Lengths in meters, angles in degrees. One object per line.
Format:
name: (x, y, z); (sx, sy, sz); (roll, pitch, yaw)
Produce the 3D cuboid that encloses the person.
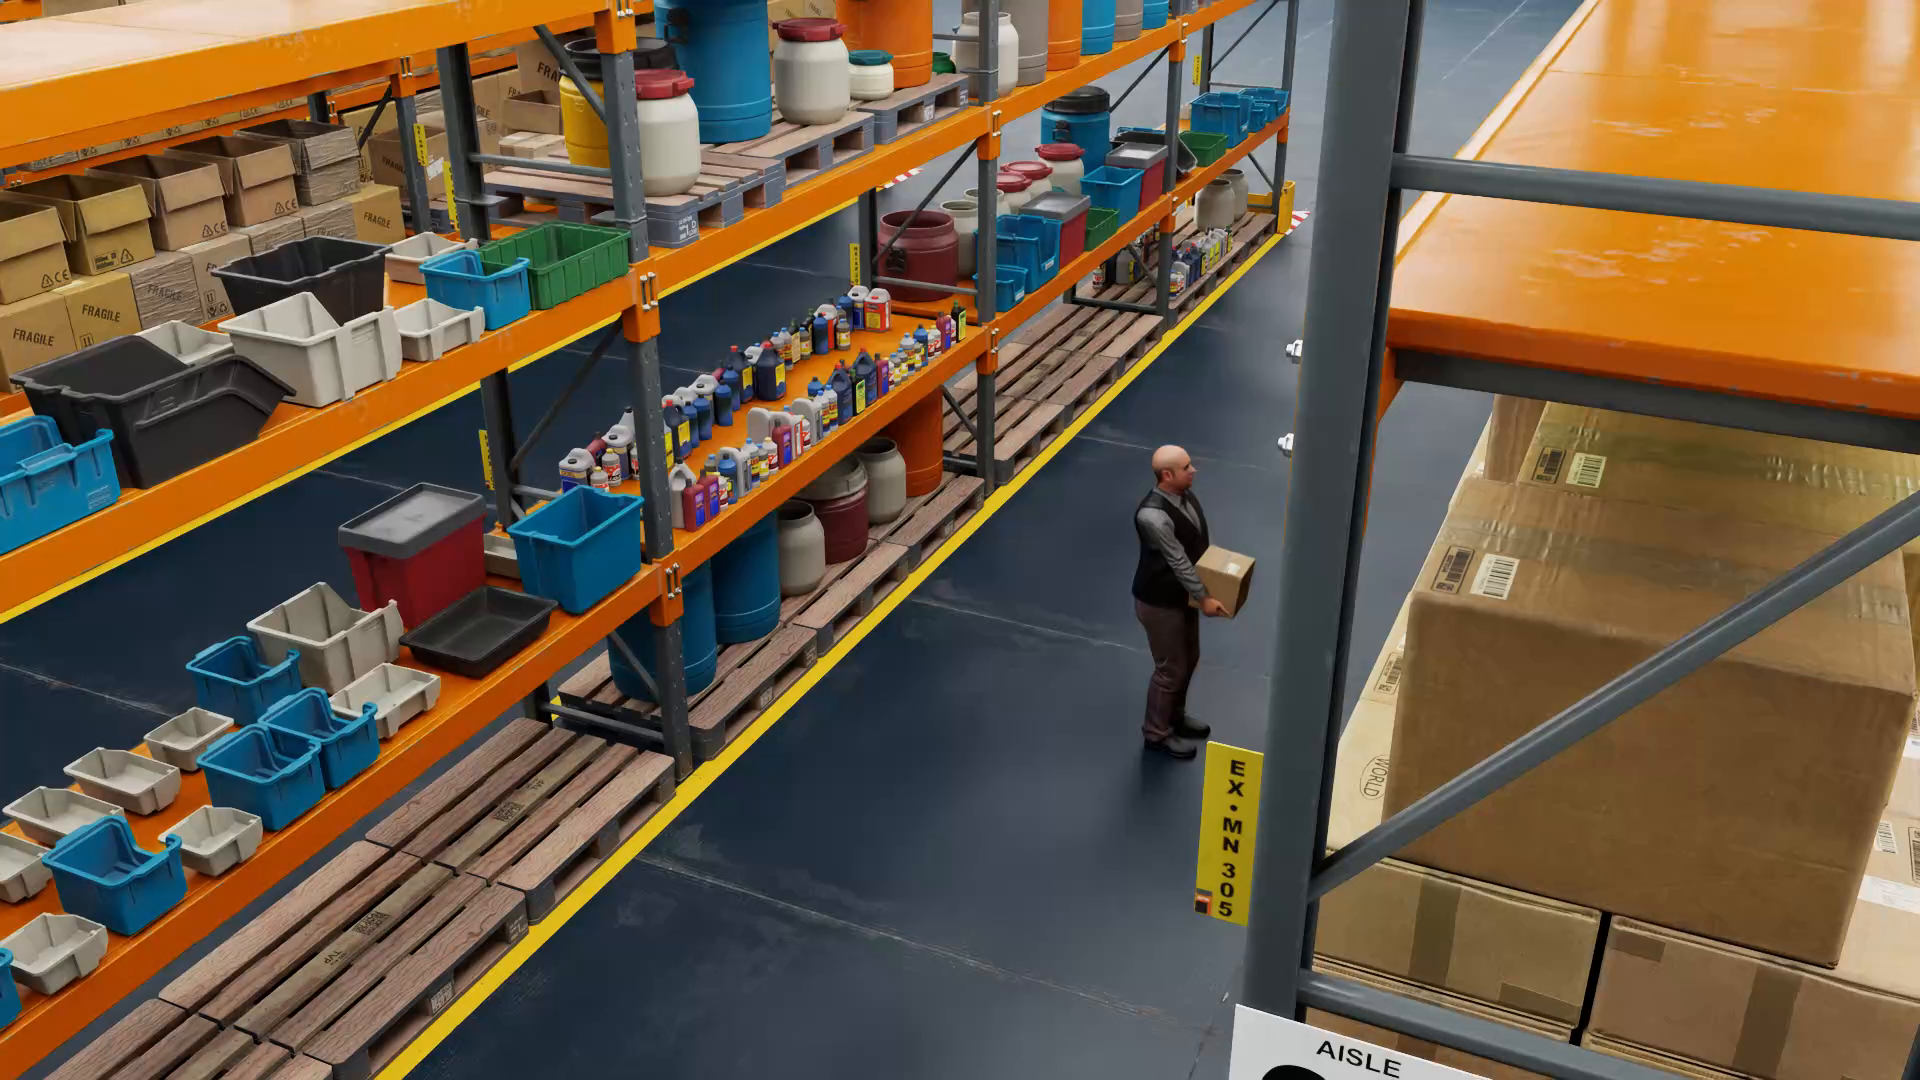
person: (1.202, 0.320, 8.810); (0.545, 1.715, 0.494); (12, 28, 23)
